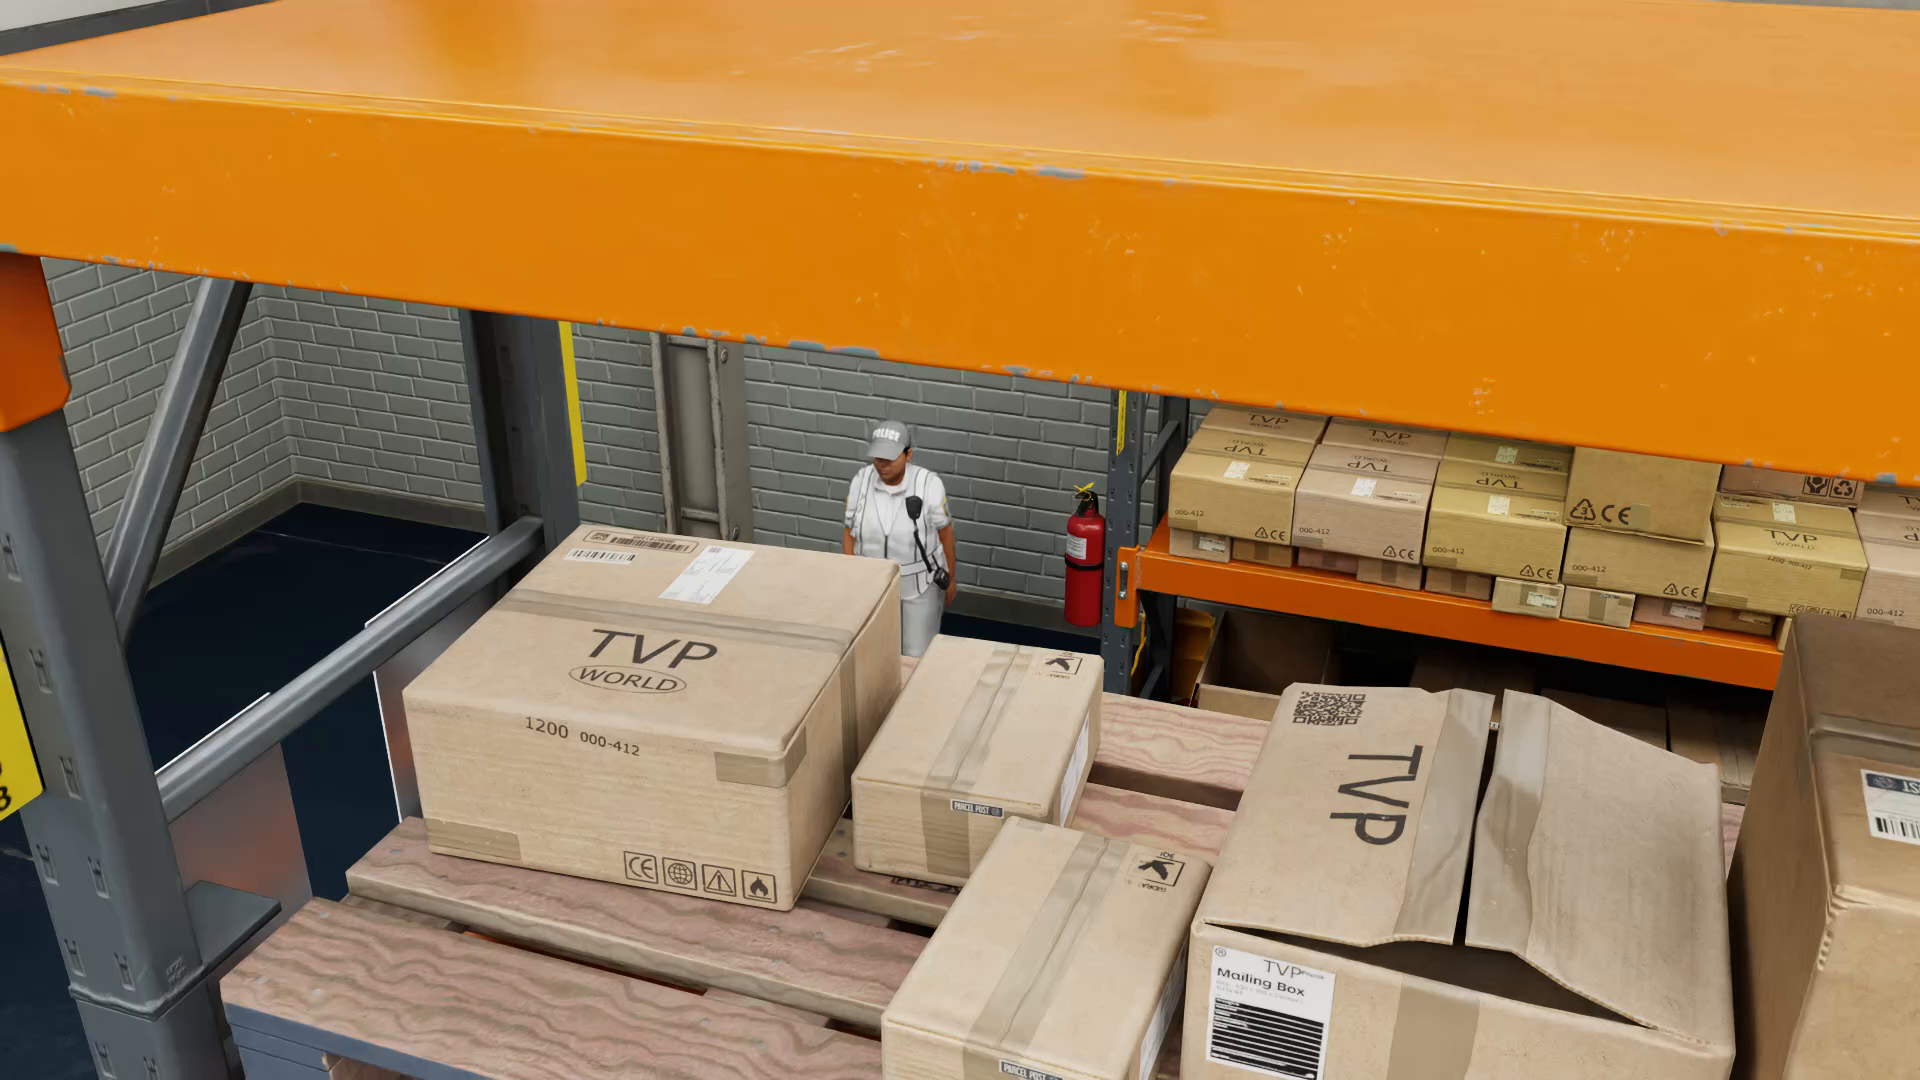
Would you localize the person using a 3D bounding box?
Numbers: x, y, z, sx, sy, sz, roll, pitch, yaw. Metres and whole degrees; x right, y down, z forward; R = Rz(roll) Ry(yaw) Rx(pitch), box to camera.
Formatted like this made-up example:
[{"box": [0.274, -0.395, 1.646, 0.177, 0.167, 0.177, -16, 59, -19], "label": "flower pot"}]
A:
[{"box": [-0.305, 0.222, 7.630, 0.496, 1.636, 0.808, 9, 27, 18], "label": "person"}]
